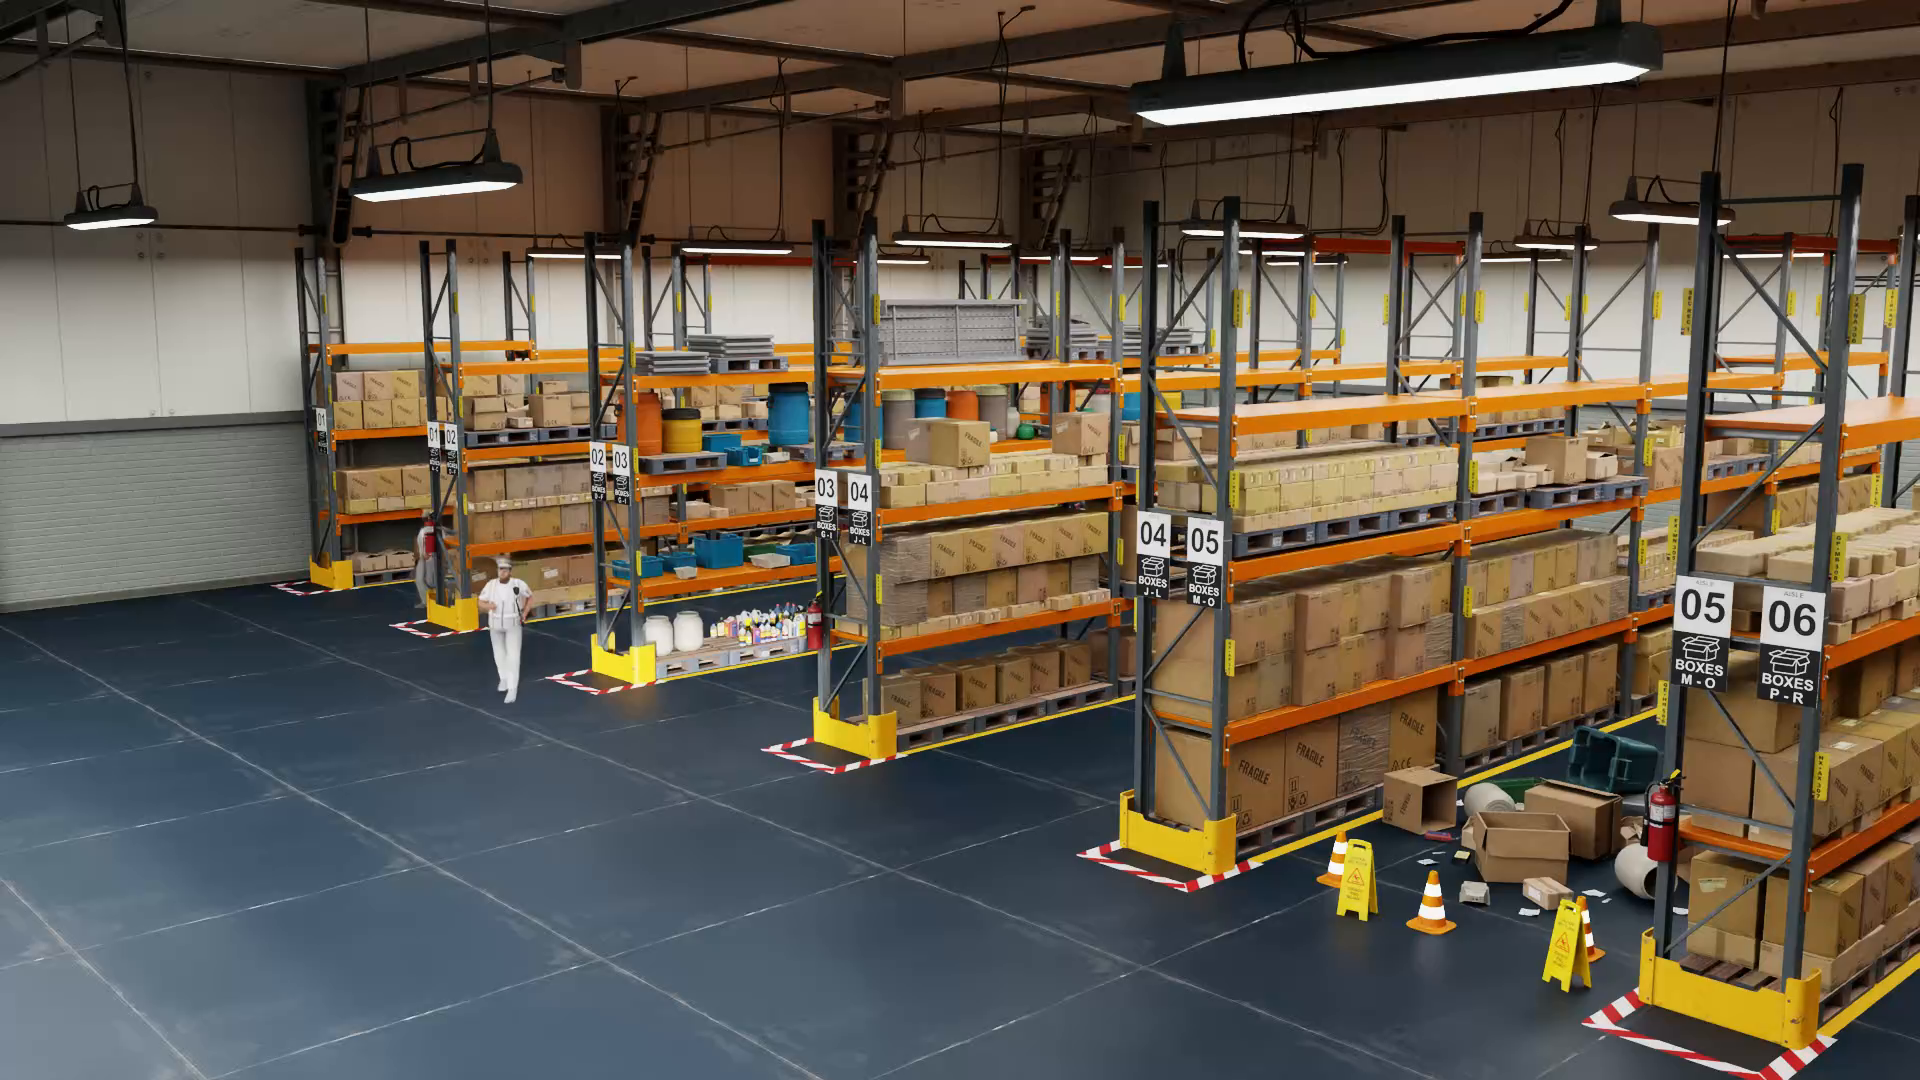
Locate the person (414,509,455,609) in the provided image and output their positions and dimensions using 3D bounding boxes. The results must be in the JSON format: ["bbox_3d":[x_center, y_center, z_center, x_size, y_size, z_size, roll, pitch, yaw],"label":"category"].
[{"bbox_3d":[-8.785,0.293,27.684,0.615,1.653,0.735,7,11,40],"label":"person"}]

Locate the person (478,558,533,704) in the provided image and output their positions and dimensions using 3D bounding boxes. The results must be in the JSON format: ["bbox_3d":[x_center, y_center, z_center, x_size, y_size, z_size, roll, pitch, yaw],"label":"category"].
[{"bbox_3d":[-5.885,1.136,21.485,0.662,1.832,0.827,0,8,-2],"label":"person"}]
